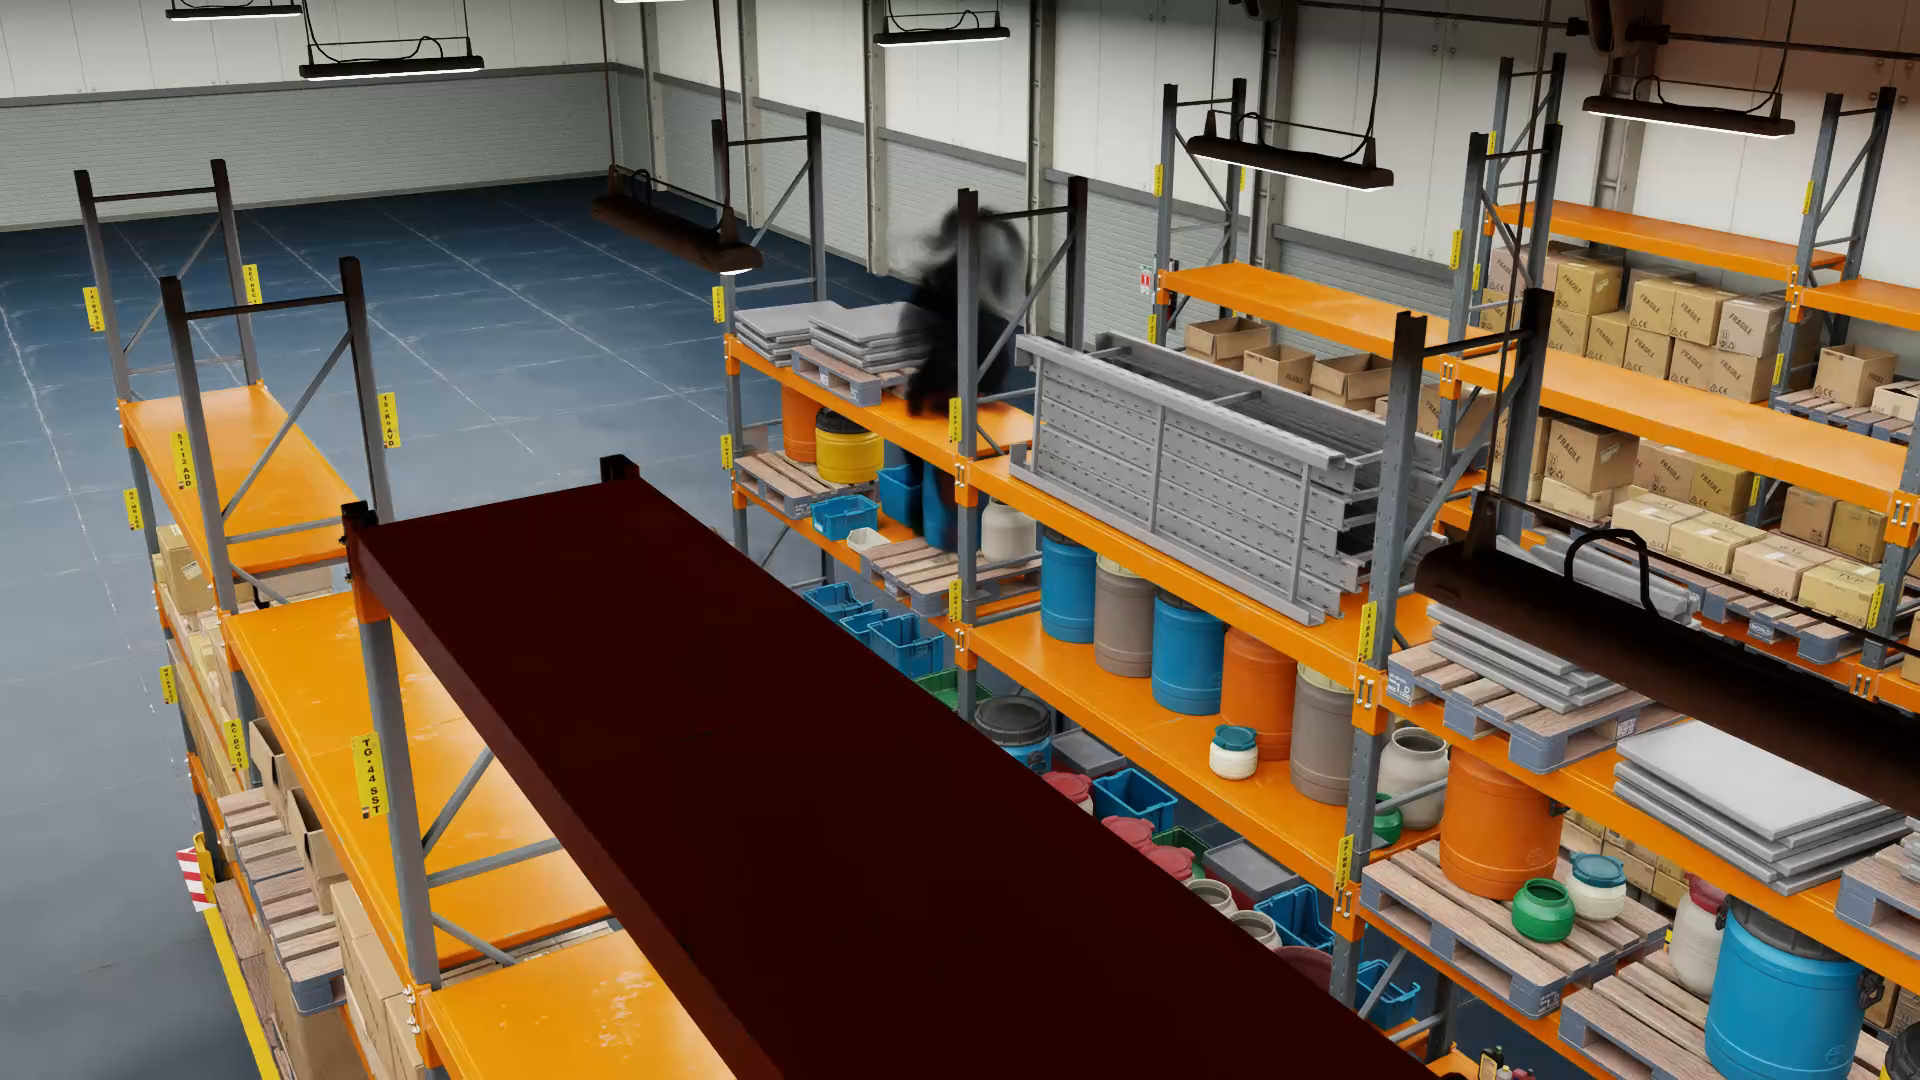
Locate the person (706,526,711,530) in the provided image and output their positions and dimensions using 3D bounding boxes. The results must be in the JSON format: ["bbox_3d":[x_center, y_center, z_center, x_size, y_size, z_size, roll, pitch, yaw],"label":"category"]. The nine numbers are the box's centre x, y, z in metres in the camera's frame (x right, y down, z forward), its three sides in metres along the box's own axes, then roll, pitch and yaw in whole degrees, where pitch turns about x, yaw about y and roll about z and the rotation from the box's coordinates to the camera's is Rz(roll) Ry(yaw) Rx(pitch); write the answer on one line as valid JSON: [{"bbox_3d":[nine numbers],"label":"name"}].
[{"bbox_3d":[-2.660,0.593,17.699,0.575,1.528,0.634,4,22,10],"label":"person"}]
